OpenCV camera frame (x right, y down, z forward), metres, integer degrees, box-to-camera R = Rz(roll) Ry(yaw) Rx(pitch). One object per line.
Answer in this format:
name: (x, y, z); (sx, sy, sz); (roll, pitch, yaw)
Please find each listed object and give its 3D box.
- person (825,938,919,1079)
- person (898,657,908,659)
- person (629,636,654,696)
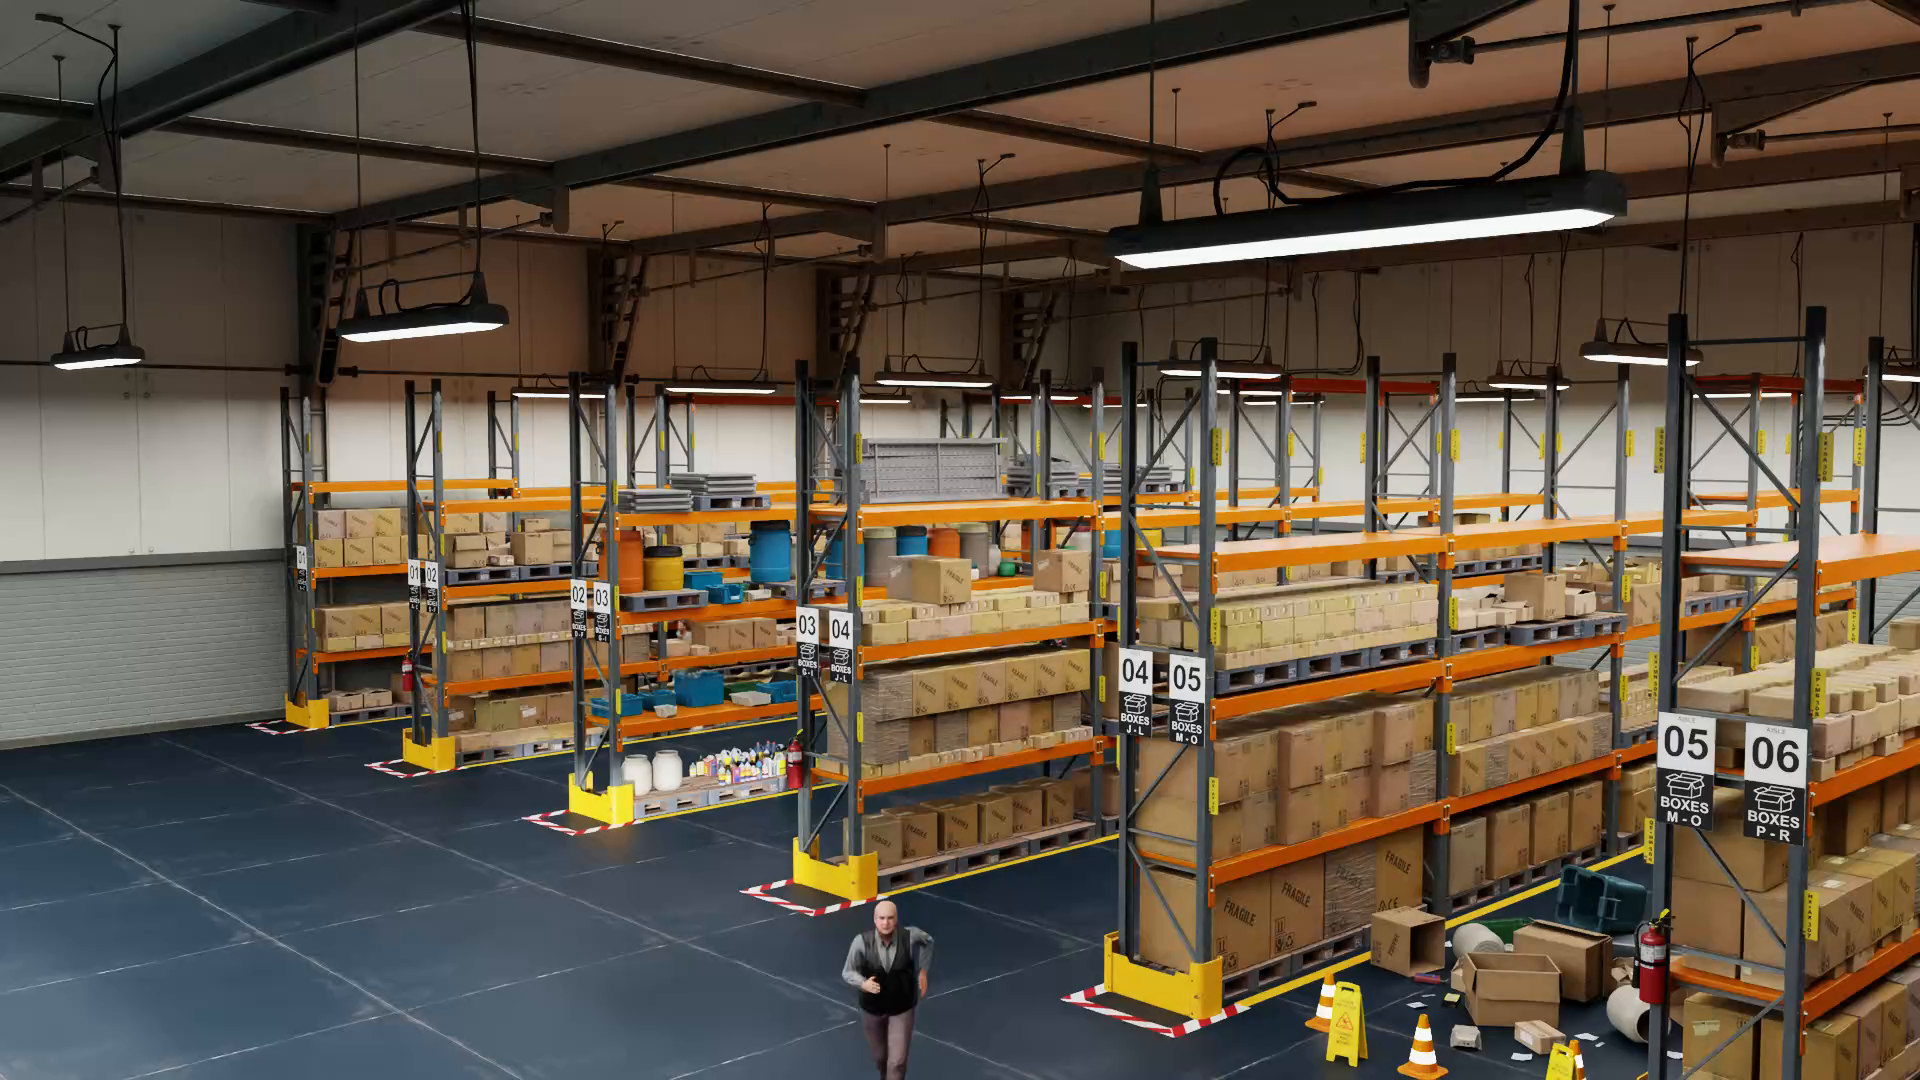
person: (-0.607, 3.566, 11.345); (0.663, 1.697, 0.958); (0, 4, 1)
person: (-0.977, 2.469, 28.317); (1.172, 1.790, 0.623); (-3, 5, -42)
person: (-6.023, 2.338, 31.318); (0.553, 1.653, 0.726); (3, 5, 39)
